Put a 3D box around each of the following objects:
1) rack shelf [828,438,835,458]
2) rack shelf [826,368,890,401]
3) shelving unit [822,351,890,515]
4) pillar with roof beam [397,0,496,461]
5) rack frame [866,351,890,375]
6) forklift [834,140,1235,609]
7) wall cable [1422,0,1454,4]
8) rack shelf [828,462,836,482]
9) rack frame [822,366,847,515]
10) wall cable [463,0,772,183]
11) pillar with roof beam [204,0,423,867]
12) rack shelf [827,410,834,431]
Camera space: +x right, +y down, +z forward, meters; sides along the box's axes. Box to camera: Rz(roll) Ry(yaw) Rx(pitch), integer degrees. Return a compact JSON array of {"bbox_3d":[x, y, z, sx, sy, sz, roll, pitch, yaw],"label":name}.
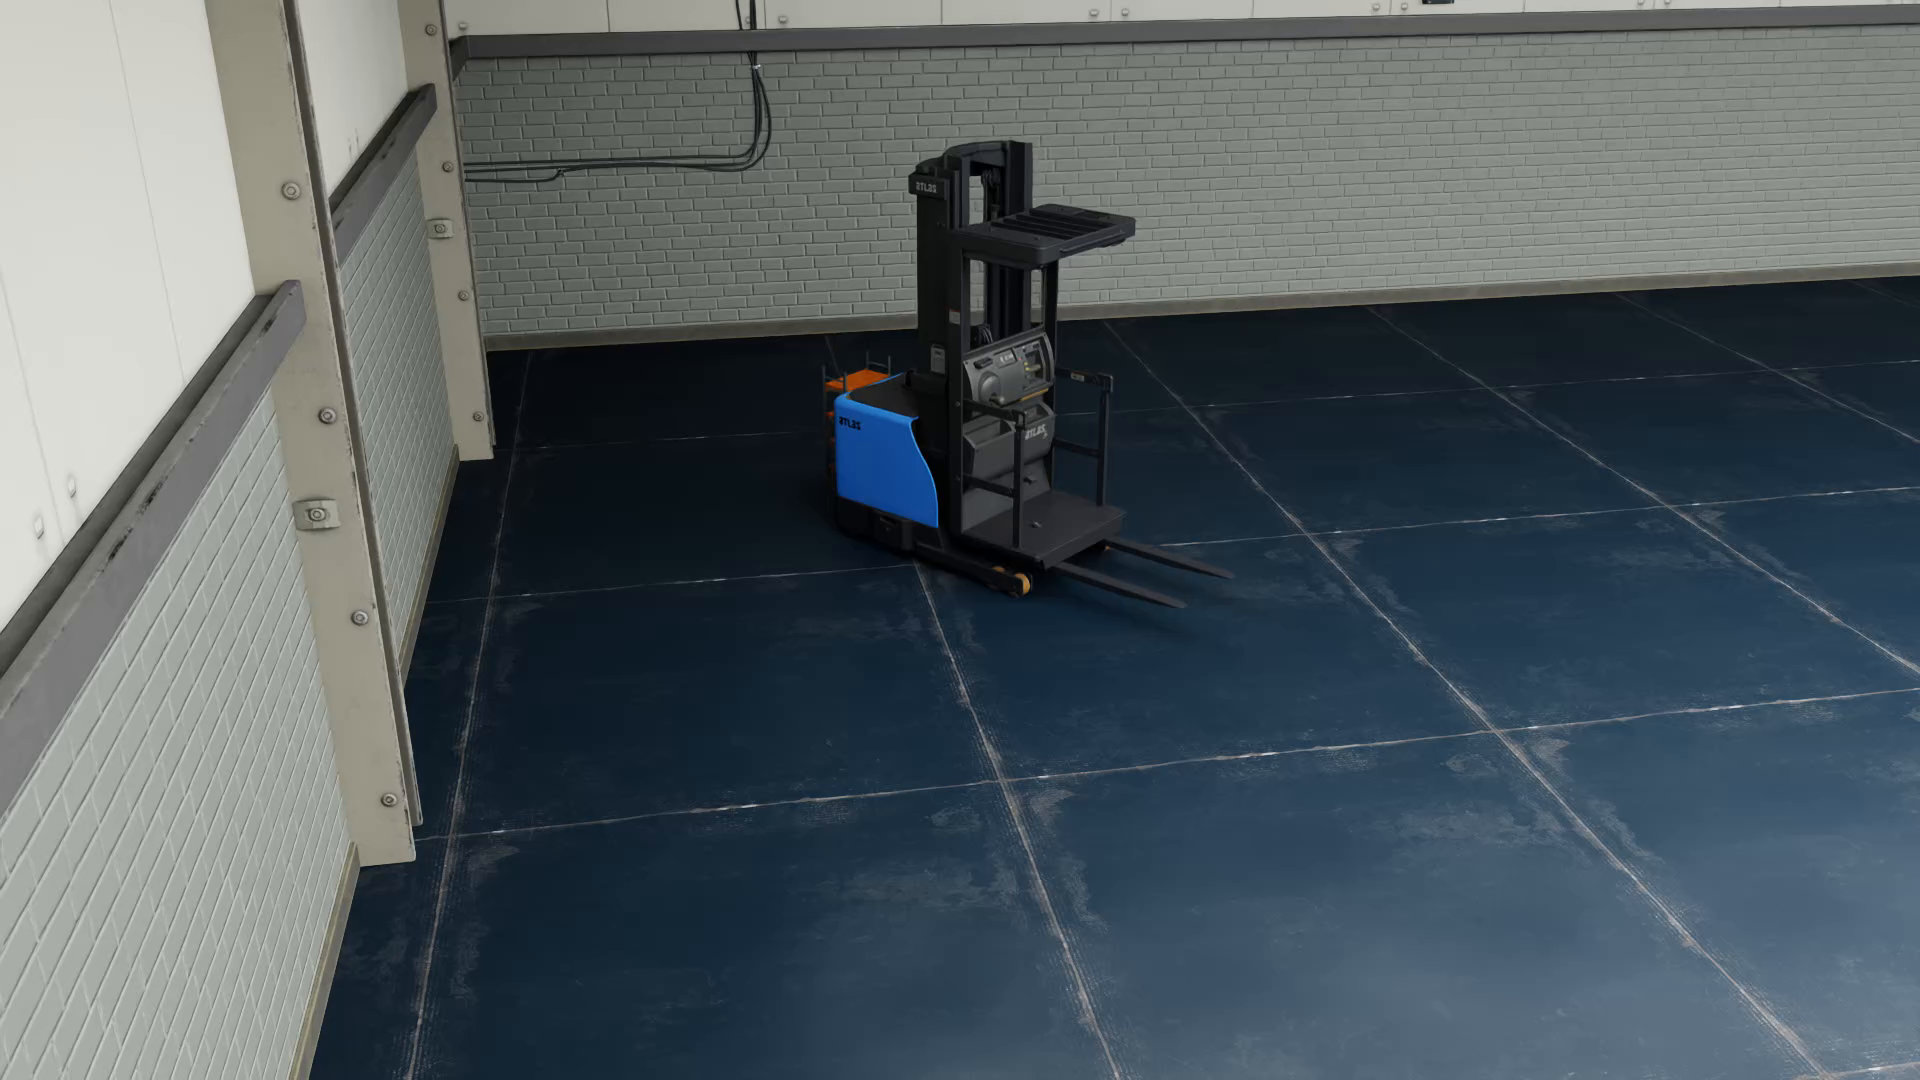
[{"bbox_3d":[-0.786,-0.743,12.863,0.258,0.148,0.480,18,29,35],"label":"rack shelf"},{"bbox_3d":[-0.786,-1.165,12.679,0.258,0.148,0.480,18,29,35],"label":"rack shelf"},{"bbox_3d":[-0.786,-0.805,12.837,0.258,1.200,0.503,18,29,35],"label":"shelving unit"},{"bbox_3d":[0.092,-5.197,13.149,9.100,9.000,0.400,-4,24,-10],"label":"pillar with roof beam"},{"bbox_3d":[-0.631,-0.881,13.010,0.240,1.200,0.015,18,29,35],"label":"rack frame"},{"bbox_3d":[0.510,-1.183,11.540,3.031,2.935,1.130,18,30,36],"label":"forklift"},{"bbox_3d":[5.949,-8.390,16.211,2.305,6.003,0.169,-4,24,-10],"label":"wall cable"},{"bbox_3d":[-0.786,-0.561,12.943,0.258,0.148,0.480,18,29,35],"label":"rack shelf"},{"bbox_3d":[-0.940,-0.729,12.663,0.240,1.200,0.015,18,29,35],"label":"rack frame"},{"bbox_3d":[-3.384,-4.712,15.918,3.097,2.526,0.112,-4,24,-10],"label":"wall cable"},{"bbox_3d":[1.202,-2.837,7.745,9.100,9.000,0.400,-4,24,-10],"label":"pillar with roof beam"},{"bbox_3d":[-0.786,-0.948,12.774,0.258,0.148,0.480,18,29,35],"label":"rack shelf"}]
